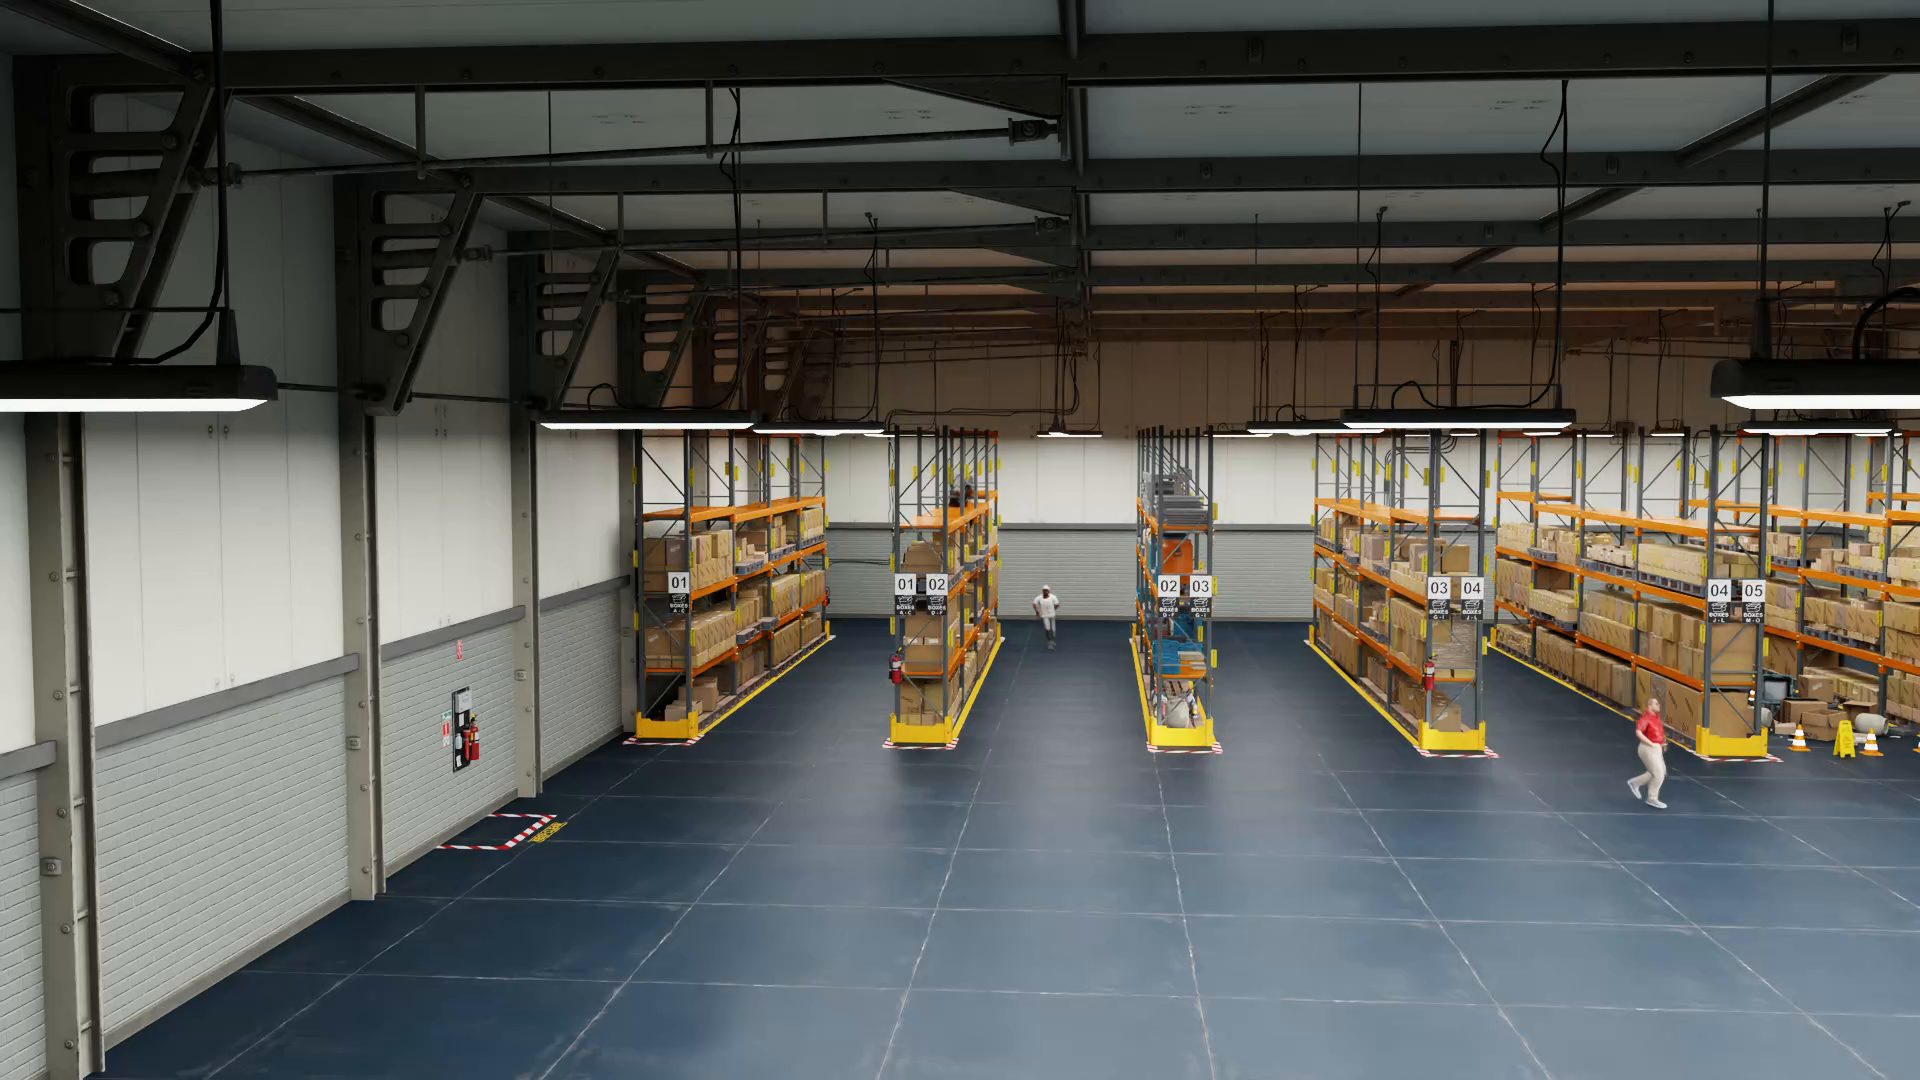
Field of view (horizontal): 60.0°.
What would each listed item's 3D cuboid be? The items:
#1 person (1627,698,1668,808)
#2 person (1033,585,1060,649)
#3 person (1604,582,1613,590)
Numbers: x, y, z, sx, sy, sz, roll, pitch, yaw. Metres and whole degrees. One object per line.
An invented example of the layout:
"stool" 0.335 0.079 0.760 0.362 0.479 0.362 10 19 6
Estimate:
"person" 10.770 3.314 26.045 0.618 1.704 0.672 3 4 38
"person" 2.393 2.128 45.662 0.697 1.783 0.736 0 3 -8
"person" 18.477 2.042 47.391 0.756 1.719 0.537 0 3 8
